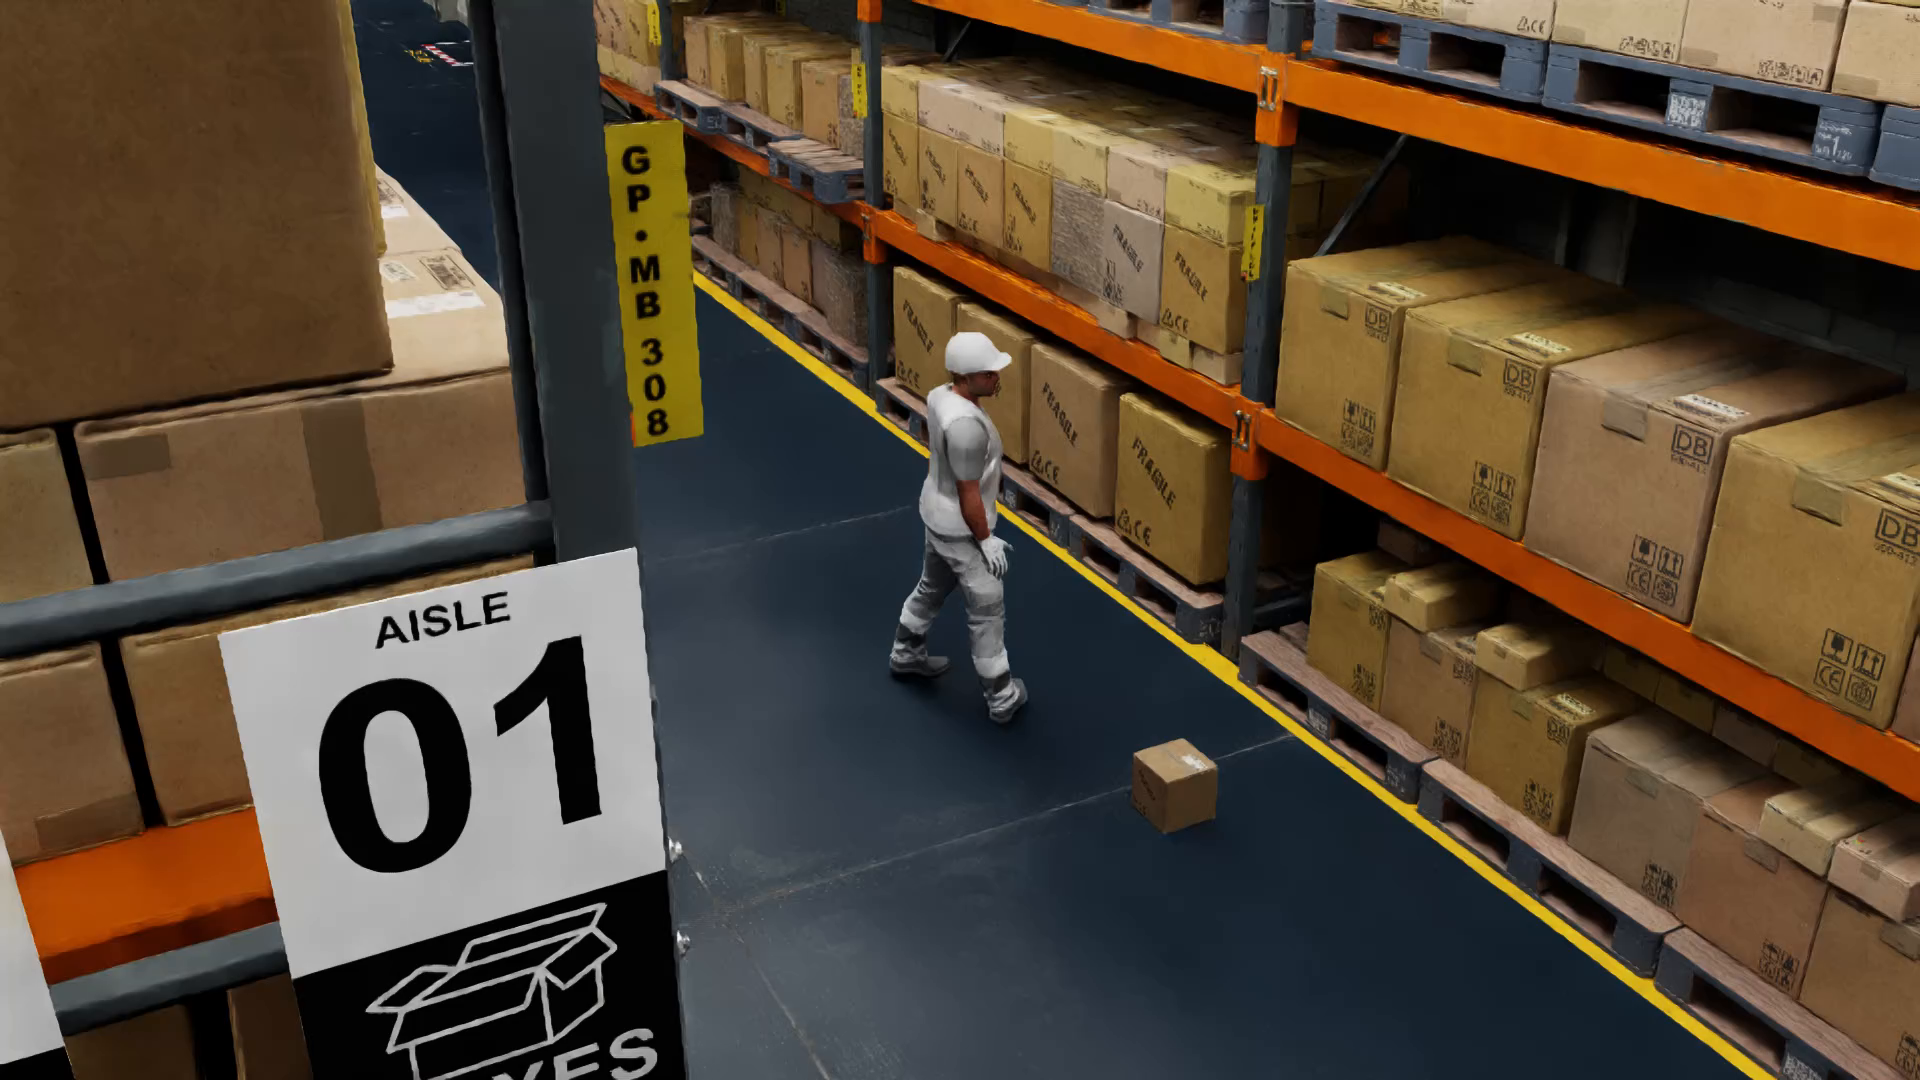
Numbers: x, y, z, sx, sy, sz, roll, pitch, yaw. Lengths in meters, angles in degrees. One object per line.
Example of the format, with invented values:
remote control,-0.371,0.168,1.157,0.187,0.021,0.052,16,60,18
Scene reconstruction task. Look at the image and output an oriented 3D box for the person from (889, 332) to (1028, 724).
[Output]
person,0.005,-0.088,7.269,0.569,1.780,0.650,-6,26,-13
